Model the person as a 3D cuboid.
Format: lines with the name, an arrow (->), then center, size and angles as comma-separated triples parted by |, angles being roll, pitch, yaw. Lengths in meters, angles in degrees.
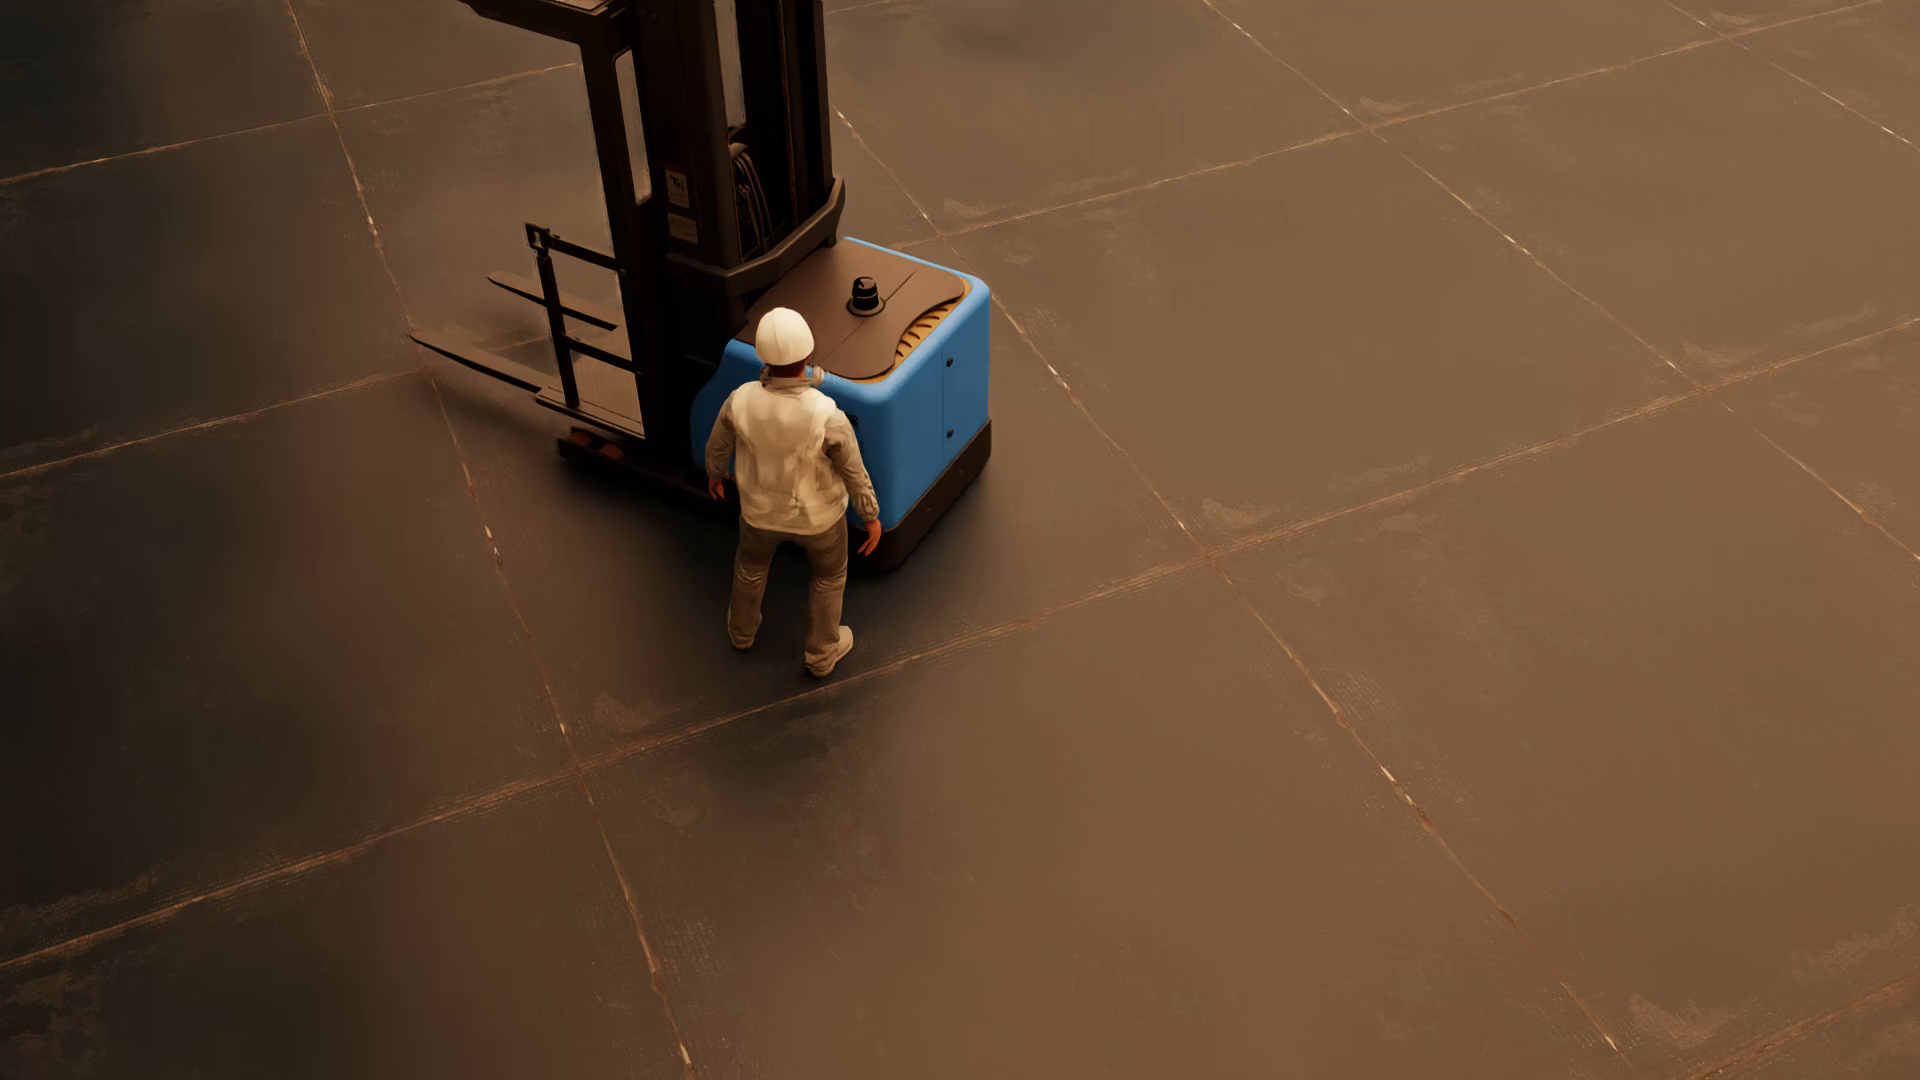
person -> -0.683, -0.175, 6.735 | 0.764, 1.748, 0.421 | 8, 44, 8

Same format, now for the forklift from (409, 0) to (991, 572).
forklift -> -1.387, -1.667, 7.467 | 3.031, 2.935, 1.130 | 21, 47, 21
